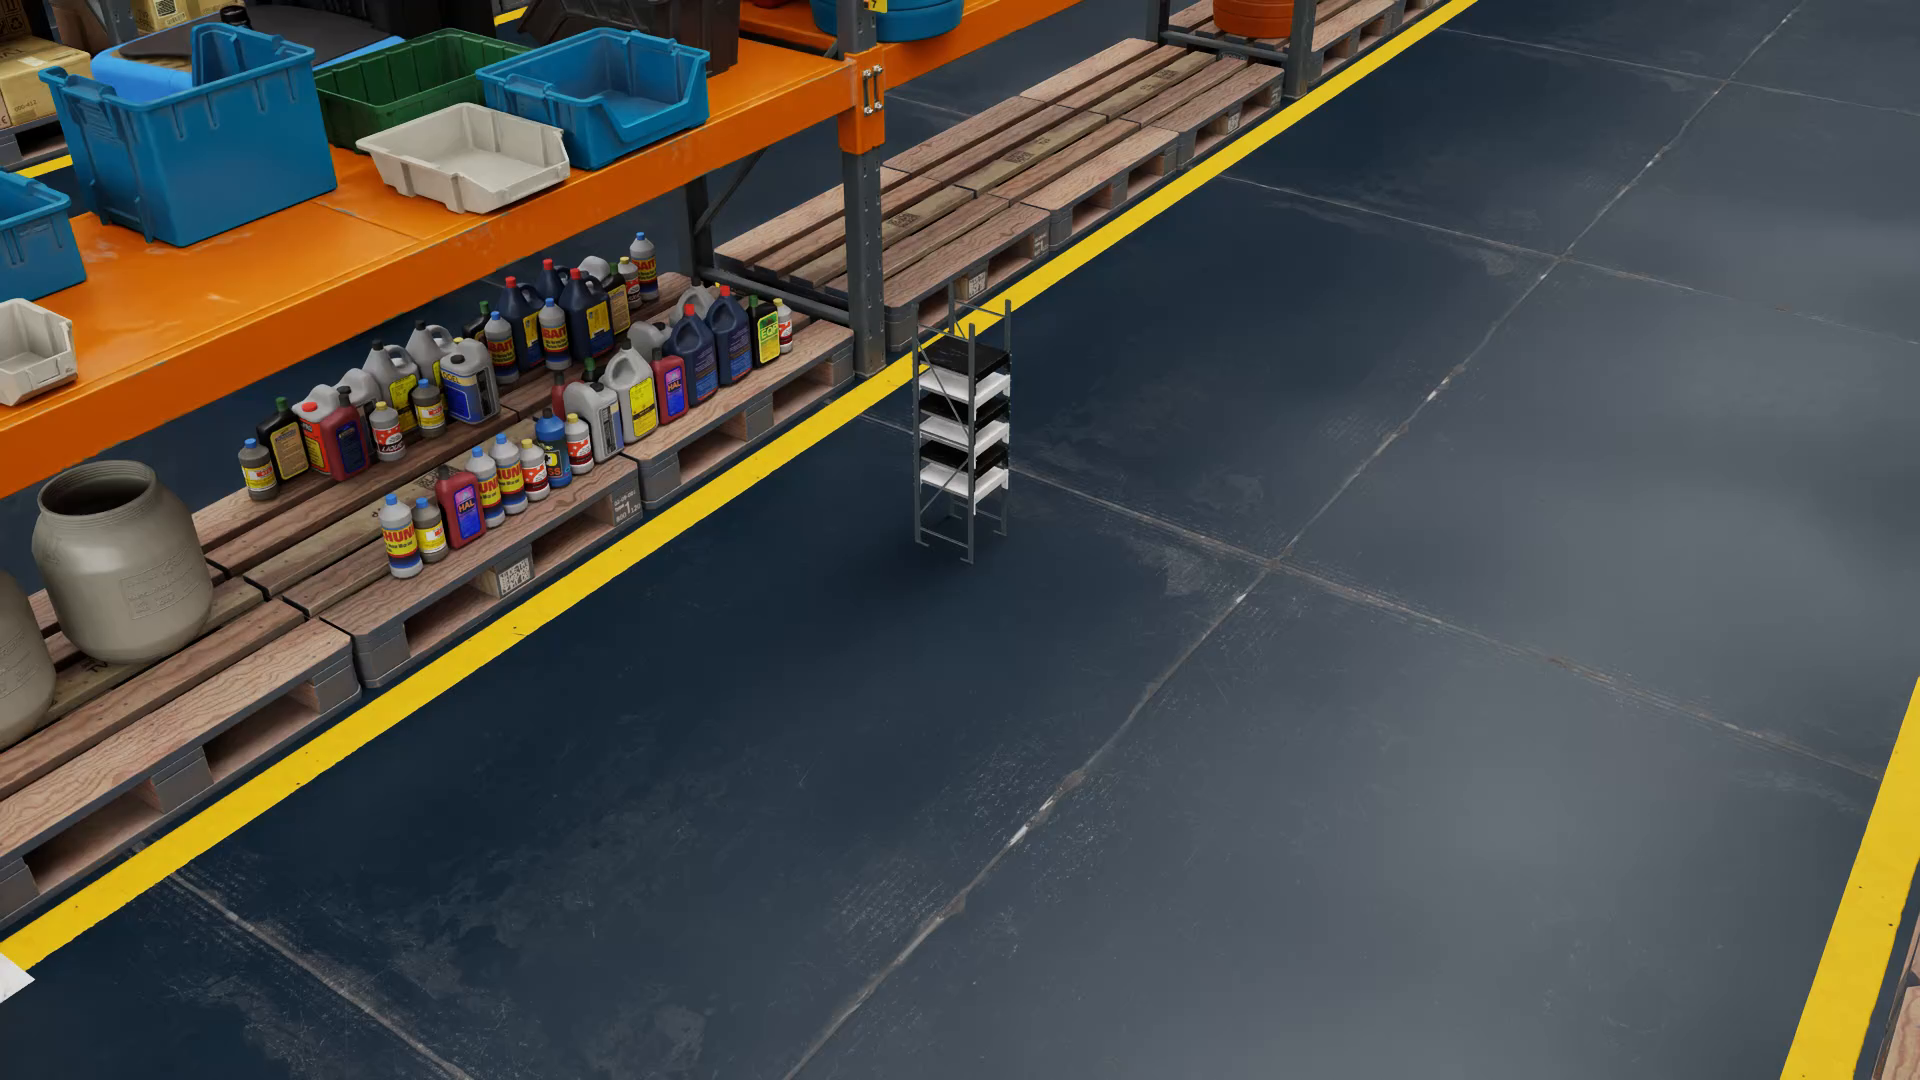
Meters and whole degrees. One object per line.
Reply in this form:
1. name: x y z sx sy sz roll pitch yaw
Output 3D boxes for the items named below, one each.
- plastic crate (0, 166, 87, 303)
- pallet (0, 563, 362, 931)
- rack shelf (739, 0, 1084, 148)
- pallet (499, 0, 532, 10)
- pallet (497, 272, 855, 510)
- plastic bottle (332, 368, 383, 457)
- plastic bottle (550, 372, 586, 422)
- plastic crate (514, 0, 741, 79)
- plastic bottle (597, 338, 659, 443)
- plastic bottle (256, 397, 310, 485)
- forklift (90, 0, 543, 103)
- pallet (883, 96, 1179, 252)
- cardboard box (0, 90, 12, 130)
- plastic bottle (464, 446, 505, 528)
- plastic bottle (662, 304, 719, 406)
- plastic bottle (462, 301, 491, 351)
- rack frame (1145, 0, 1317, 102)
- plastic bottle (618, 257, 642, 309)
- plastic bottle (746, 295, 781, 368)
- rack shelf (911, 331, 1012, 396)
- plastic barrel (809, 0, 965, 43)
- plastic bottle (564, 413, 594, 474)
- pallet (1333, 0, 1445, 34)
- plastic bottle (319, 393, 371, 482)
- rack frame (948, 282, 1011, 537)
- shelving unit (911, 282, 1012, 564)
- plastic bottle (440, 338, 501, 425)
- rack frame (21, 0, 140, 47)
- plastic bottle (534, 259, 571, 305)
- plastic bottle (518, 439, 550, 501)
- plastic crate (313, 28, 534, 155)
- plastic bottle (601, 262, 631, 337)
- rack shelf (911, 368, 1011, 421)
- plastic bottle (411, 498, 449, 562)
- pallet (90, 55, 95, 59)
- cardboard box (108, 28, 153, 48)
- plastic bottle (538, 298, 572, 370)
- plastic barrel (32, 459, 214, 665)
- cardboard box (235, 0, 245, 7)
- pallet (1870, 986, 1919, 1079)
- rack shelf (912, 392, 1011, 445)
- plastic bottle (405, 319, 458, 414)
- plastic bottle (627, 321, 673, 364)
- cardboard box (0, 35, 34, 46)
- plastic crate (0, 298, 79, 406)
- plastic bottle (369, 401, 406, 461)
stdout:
1. plastic crate: -2.612 -0.796 4.381 0.499 0.251 0.408 21 39 28
2. pallet: -2.554 0.499 4.824 1.003 0.211 1.213 21 39 28
3. rack shelf: 0.395 -2.697 7.703 1.077 0.370 4.000 21 39 28
4. pallet: -3.033 -3.978 11.444 1.003 0.211 1.213 21 39 28
5. pallet: -1.163 -0.624 6.485 1.003 0.211 1.213 21 39 28
6. plastic bottle: -2.094 -0.445 5.768 0.152 0.276 0.135 20 39 27
7. plastic bottle: -1.353 -0.467 5.795 0.061 0.283 0.133 21 39 28
8. plastic crate: -1.148 -1.849 5.862 0.767 0.338 0.504 21 39 28
9. plastic bottle: -1.169 -0.535 5.835 0.144 0.351 0.185 21 39 28
10. plastic bottle: -2.288 -0.336 5.601 0.061 0.283 0.133 22 40 29
11. forklift: -2.451 -2.910 7.436 1.130 2.935 3.031 16 37 22
12. pallet: 0.365 -1.858 8.308 1.003 0.211 1.213 21 39 28
13. cardboard box: -5.191 -2.184 8.381 0.500 0.250 0.500 21 39 28
14. plastic bottle: -1.541 -0.179 5.380 0.097 0.271 0.097 0 34 0
15. plastic bottle: -0.985 -0.683 6.055 0.144 0.351 0.185 19 39 26
16. plastic bottle: -1.783 -0.744 6.204 0.061 0.283 0.133 23 40 30
17. rack frame: 1.535 -3.916 8.863 1.000 3.000 0.127 21 39 28
18. plastic bottle: -1.345 -1.045 6.722 0.097 0.201 0.097 0 34 0
19. plastic bottle: -0.749 -0.805 6.295 0.061 0.283 0.133 23 41 30
20. rack shelf: 0.005 -0.573 5.371 0.258 0.077 0.200 21 39 28
21. plastic barrel: -0.276 -2.364 6.120 0.600 0.901 0.708 21 39 28
22. plastic bottle: -1.310 -0.336 5.675 0.097 0.201 0.097 0 34 0
23. pallet: 2.647 -3.696 11.027 1.003 0.211 1.213 21 39 28
24. plastic bottle: -2.085 -0.350 5.622 0.061 0.283 0.133 21 39 28
25. rack frame: 0.063 -0.423 5.573 0.240 0.900 0.006 21 39 28
26. shelving unit: 0.005 -0.376 5.503 0.258 0.900 0.210 21 39 28
27. plastic bottle: -1.761 -0.572 5.957 0.152 0.276 0.135 21 39 28
28. rack frame: -4.813 -3.659 8.483 1.000 3.000 0.127 21 39 28
29. plastic bottle: -1.547 -0.921 6.406 0.144 0.351 0.185 22 40 29
30. plastic bottle: -1.427 -0.241 5.535 0.097 0.201 0.097 0 34 0
31. plastic crate: -1.751 -1.453 5.410 0.450 0.188 0.662 21 39 28
32. plastic bottle: -1.361 -0.934 6.486 0.061 0.283 0.133 21 39 28
33. rack shelf: 0.005 -0.498 5.421 0.258 0.077 0.200 21 39 28
34. plastic bottle: -1.677 -0.040 5.236 0.097 0.201 0.097 0 34 0
35. pallet: -4.425 -2.855 9.784 1.003 0.211 1.213 21 39 28
36. cardboard box: -4.379 -2.800 9.293 0.500 0.250 0.500 20 39 27
37. plastic bottle: -1.530 -0.783 6.273 0.097 0.271 0.097 0 34 0
38. plastic barrel: -2.428 0.064 4.823 0.421 0.512 0.421 0 34 0
39. cardboard box: -4.083 -3.265 9.480 0.500 0.311 0.500 21 39 28
40. pallet: 2.275 1.546 3.275 1.003 0.211 1.213 21 39 28
41. rack shelf: 0.005 -0.423 5.472 0.258 0.077 0.200 21 39 28
42. plastic bottle: -1.897 -0.639 5.988 0.144 0.351 0.185 21 39 28
43. plastic bottle: -1.121 -0.688 6.128 0.152 0.276 0.135 21 39 28
44. cardboard box: -5.326 -2.577 8.963 0.500 0.250 0.500 21 39 28
45. plastic crate: -2.252 -0.434 3.950 0.298 0.136 0.250 21 39 28
46. plastic bottle: -1.981 -0.382 5.743 0.097 0.201 0.097 0 34 0
